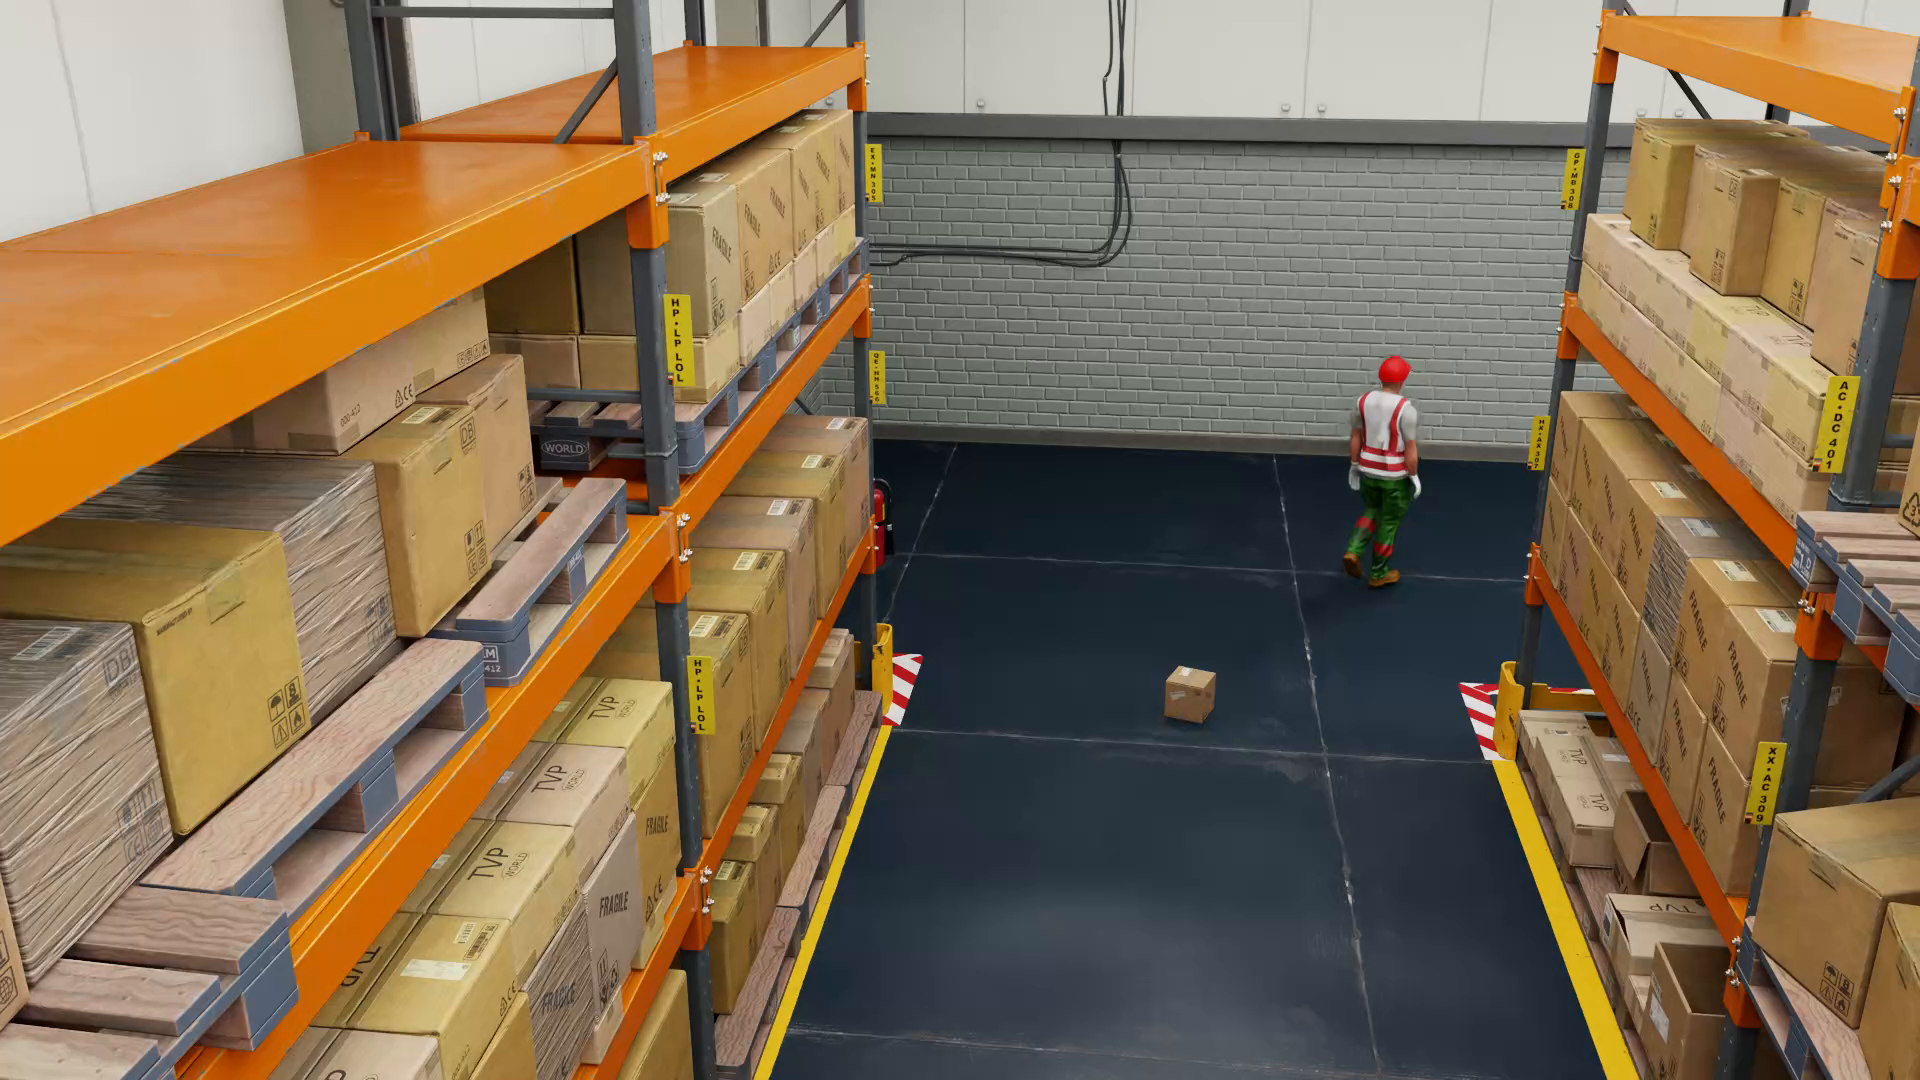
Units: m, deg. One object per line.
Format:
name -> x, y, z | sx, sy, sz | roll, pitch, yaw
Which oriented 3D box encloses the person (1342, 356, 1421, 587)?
person -> 3.136, -0.499, 12.280 | 0.501, 1.782, 0.543 | -18, 27, -39
